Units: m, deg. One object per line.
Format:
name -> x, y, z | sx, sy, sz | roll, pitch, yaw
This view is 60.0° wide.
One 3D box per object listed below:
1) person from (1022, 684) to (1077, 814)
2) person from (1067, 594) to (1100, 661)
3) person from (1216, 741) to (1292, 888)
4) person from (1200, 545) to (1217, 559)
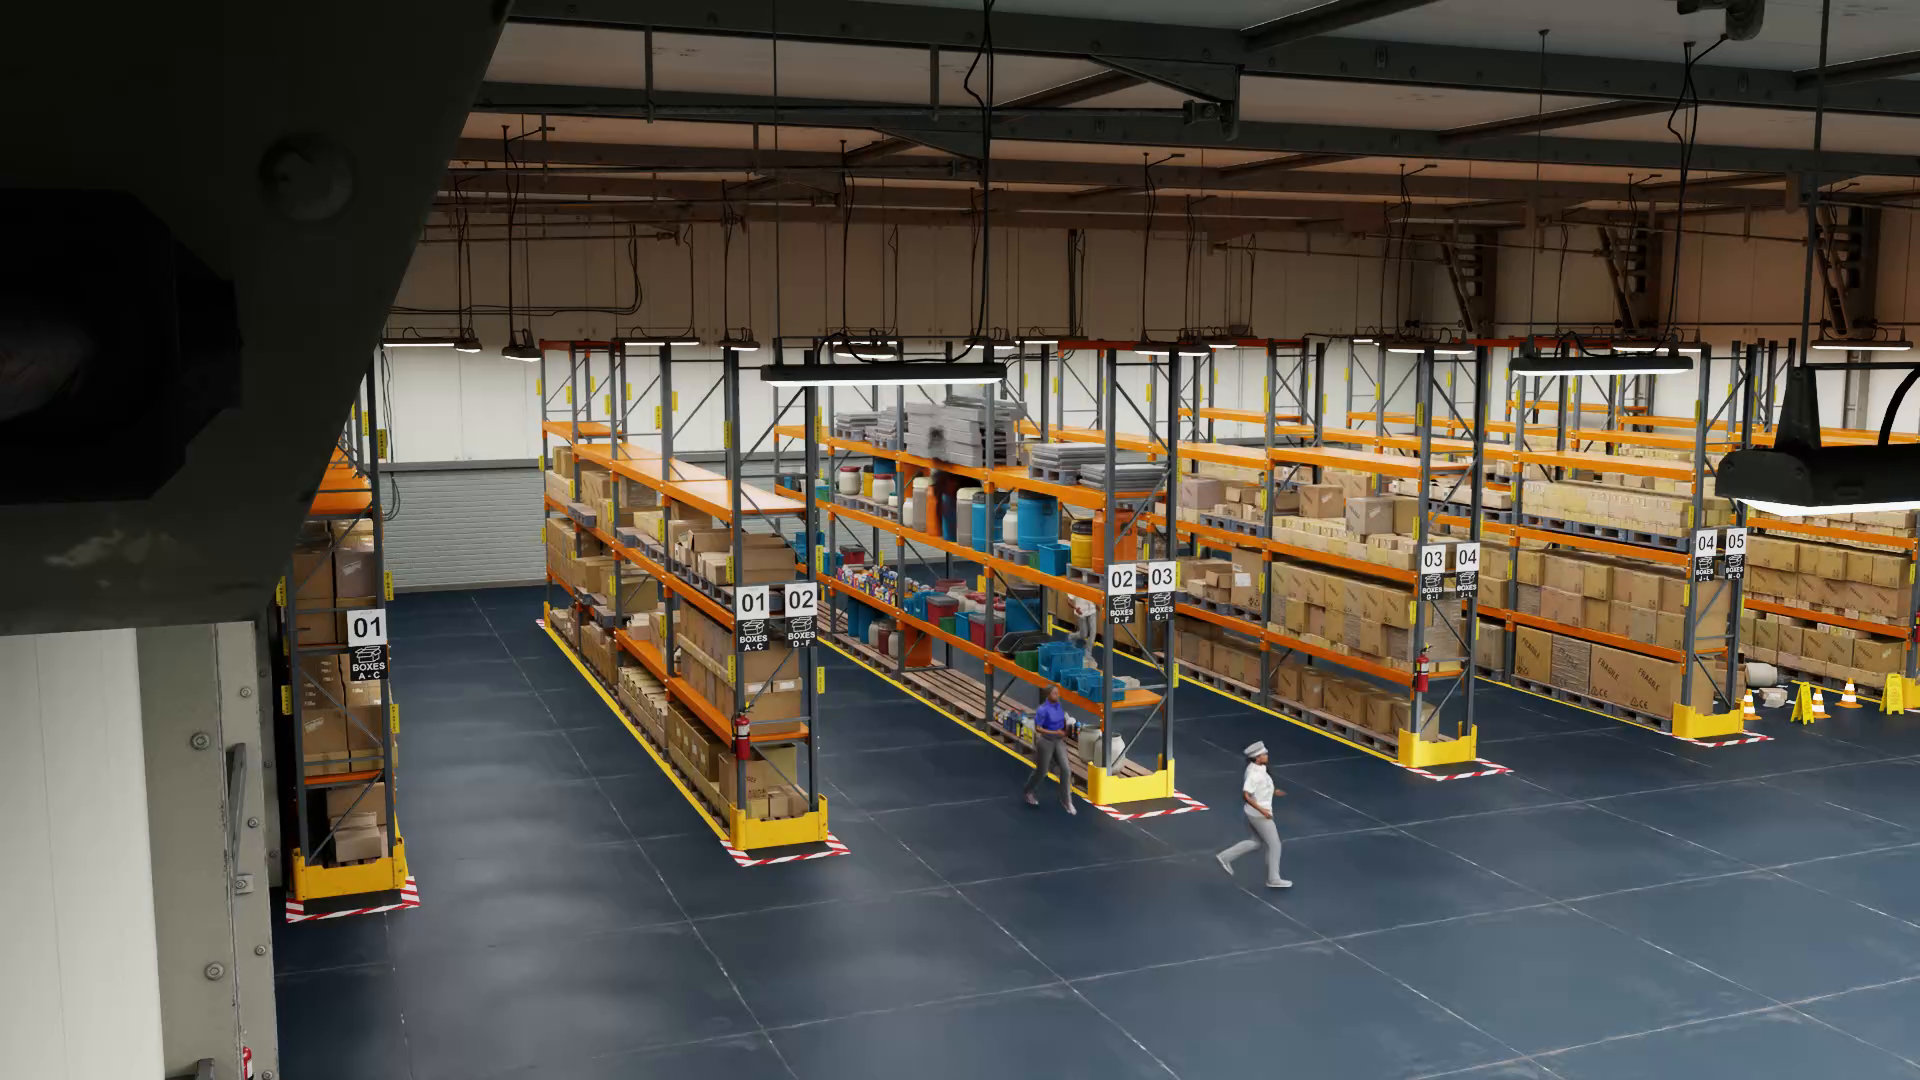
person -> 1.154, 2.715, 21.672 | 0.611, 1.710, 0.776 | -7, 10, -43
person -> 2.353, 1.390, 31.482 | 0.699, 1.738, 0.758 | -4, 9, -29
person -> 3.325, 3.075, 18.695 | 0.851, 1.669, 0.588 | 0, 7, 4
person -> 6.217, 0.039, 41.722 | 0.782, 1.744, 0.660 | -4, 8, -26
